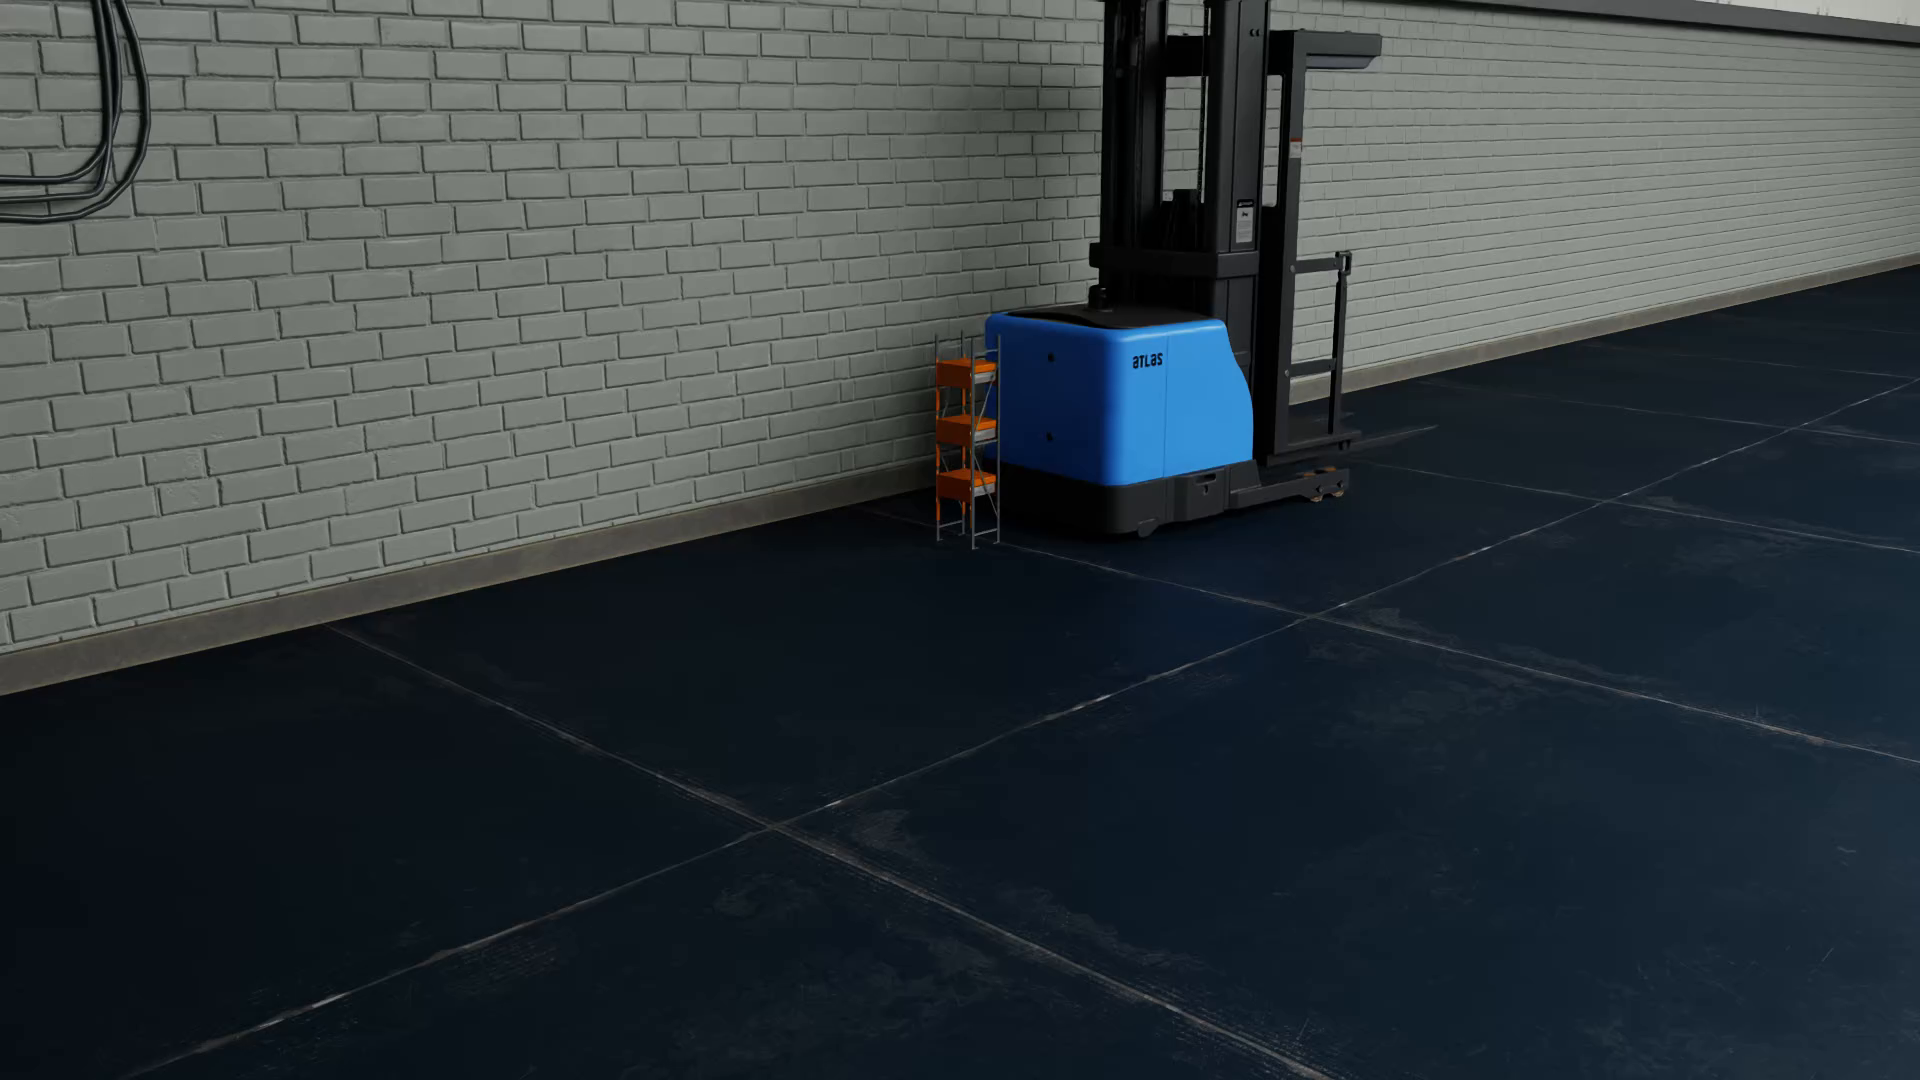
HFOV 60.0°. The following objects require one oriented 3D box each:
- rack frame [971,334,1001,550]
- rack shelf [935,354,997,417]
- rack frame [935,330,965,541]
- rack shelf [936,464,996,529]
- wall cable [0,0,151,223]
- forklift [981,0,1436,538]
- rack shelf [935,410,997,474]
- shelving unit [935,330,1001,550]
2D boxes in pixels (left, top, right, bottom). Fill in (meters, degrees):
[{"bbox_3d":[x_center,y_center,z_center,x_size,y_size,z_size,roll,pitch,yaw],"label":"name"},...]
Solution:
[{"bbox_3d":[0.126,-0.477,8.172,0.008,1.050,0.200,14,20,42],"label":"rack frame"},{"bbox_3d":[0.039,-0.763,8.185,0.240,0.259,0.215,14,20,42],"label":"rack shelf"},{"bbox_3d":[-0.049,-0.520,8.336,0.008,1.050,0.200,14,20,42],"label":"rack frame"},{"bbox_3d":[0.039,-0.219,8.327,0.240,0.259,0.215,14,20,42],"label":"rack shelf"},{"bbox_3d":[-4.073,-2.130,4.910,0.112,2.526,3.097,14,20,42],"label":"wall cable"},{"bbox_3d":[1.562,-1.716,9.196,3.031,2.935,1.130,-12,19,-39],"label":"forklift"},{"bbox_3d":[0.039,-0.488,8.257,0.240,0.259,0.215,14,20,42],"label":"rack shelf"},{"bbox_3d":[0.039,-0.499,8.254,0.252,1.050,0.215,14,20,42],"label":"shelving unit"}]
